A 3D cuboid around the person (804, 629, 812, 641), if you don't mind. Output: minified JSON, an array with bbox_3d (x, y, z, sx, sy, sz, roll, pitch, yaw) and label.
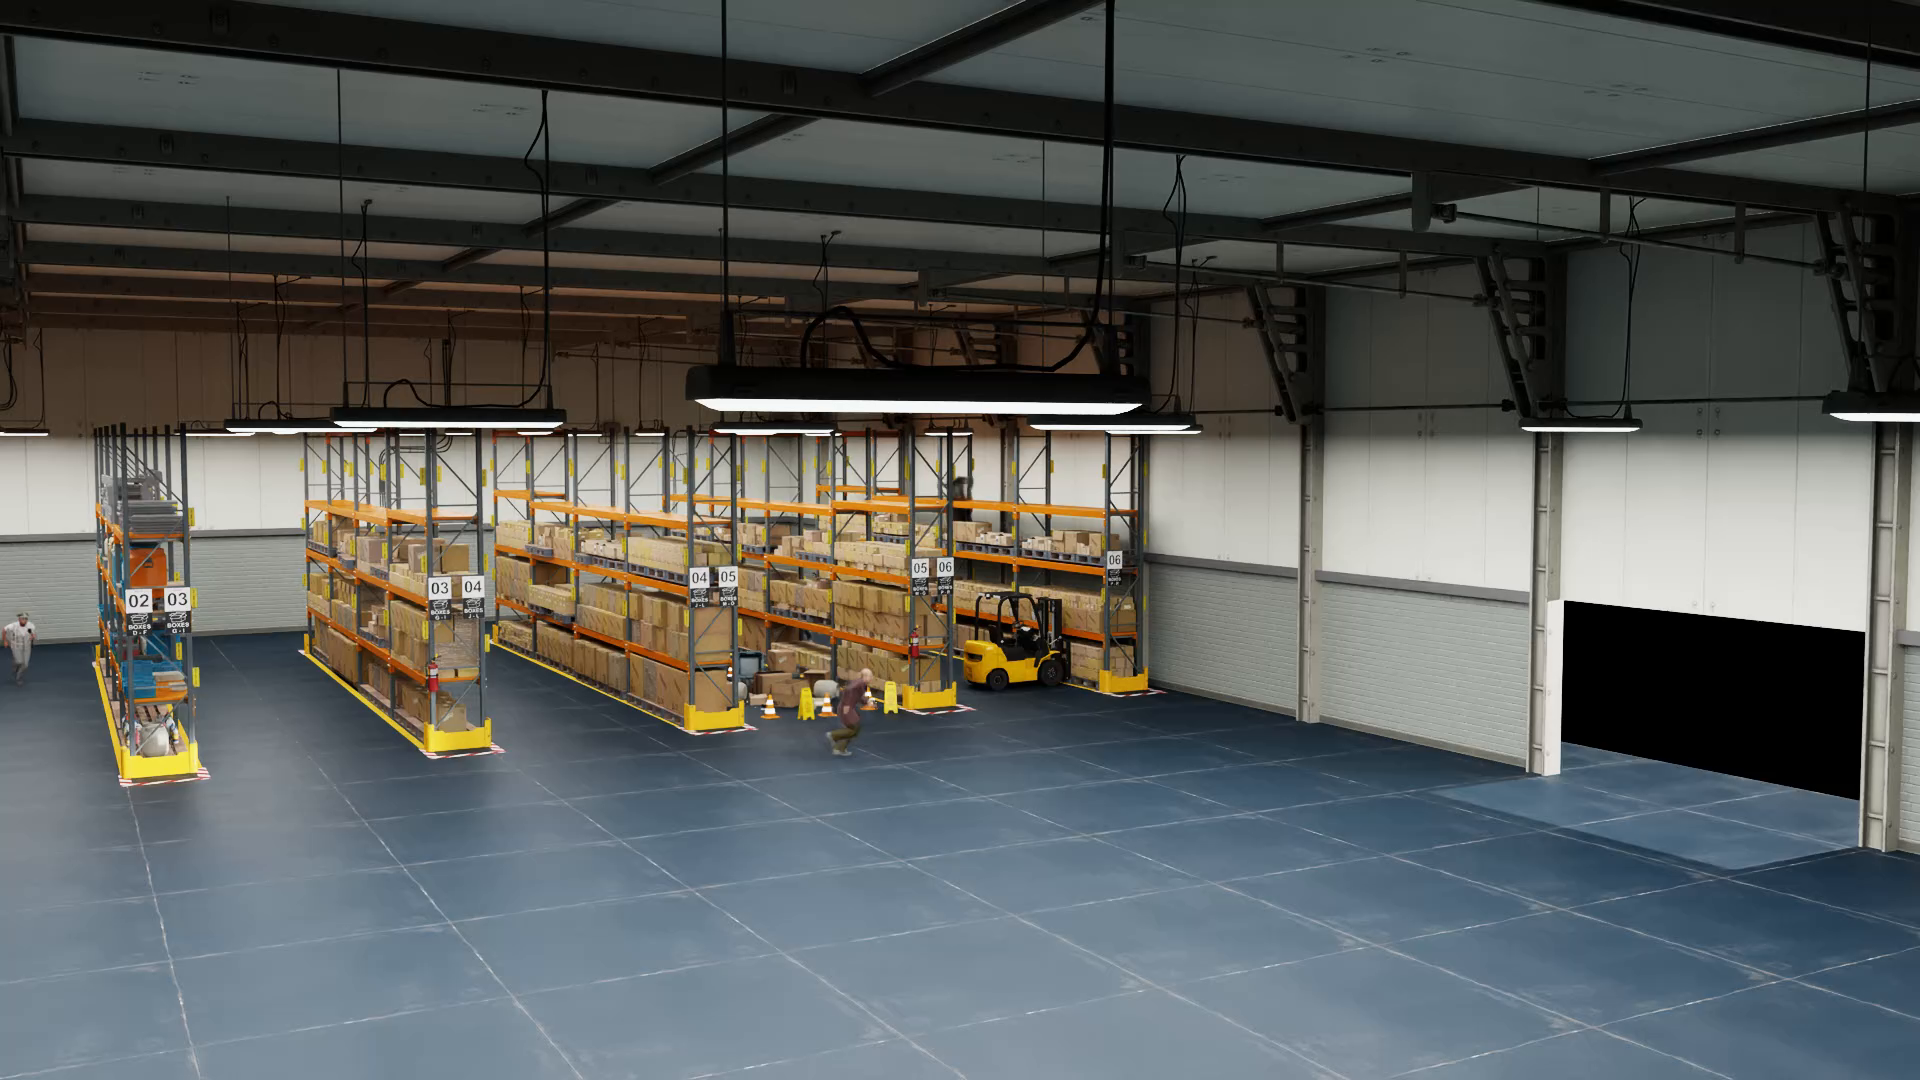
[{"bbox_3d":[-4.425,2.118,47.118,0.559,1.463,0.929,-2,4,-29],"label":"person"}]

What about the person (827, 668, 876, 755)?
[{"bbox_3d":[-1.936,3.117,30.019,0.813,1.593,0.740,0,3,0],"label":"person"}]

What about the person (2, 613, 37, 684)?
[{"bbox_3d":[-21.923,2.531,38.831,0.728,1.696,0.664,3,5,44],"label":"person"}]

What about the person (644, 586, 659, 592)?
[{"bbox_3d":[-9.225,1.835,50.209,0.978,1.718,0.710,-3,4,-36],"label":"person"}]
